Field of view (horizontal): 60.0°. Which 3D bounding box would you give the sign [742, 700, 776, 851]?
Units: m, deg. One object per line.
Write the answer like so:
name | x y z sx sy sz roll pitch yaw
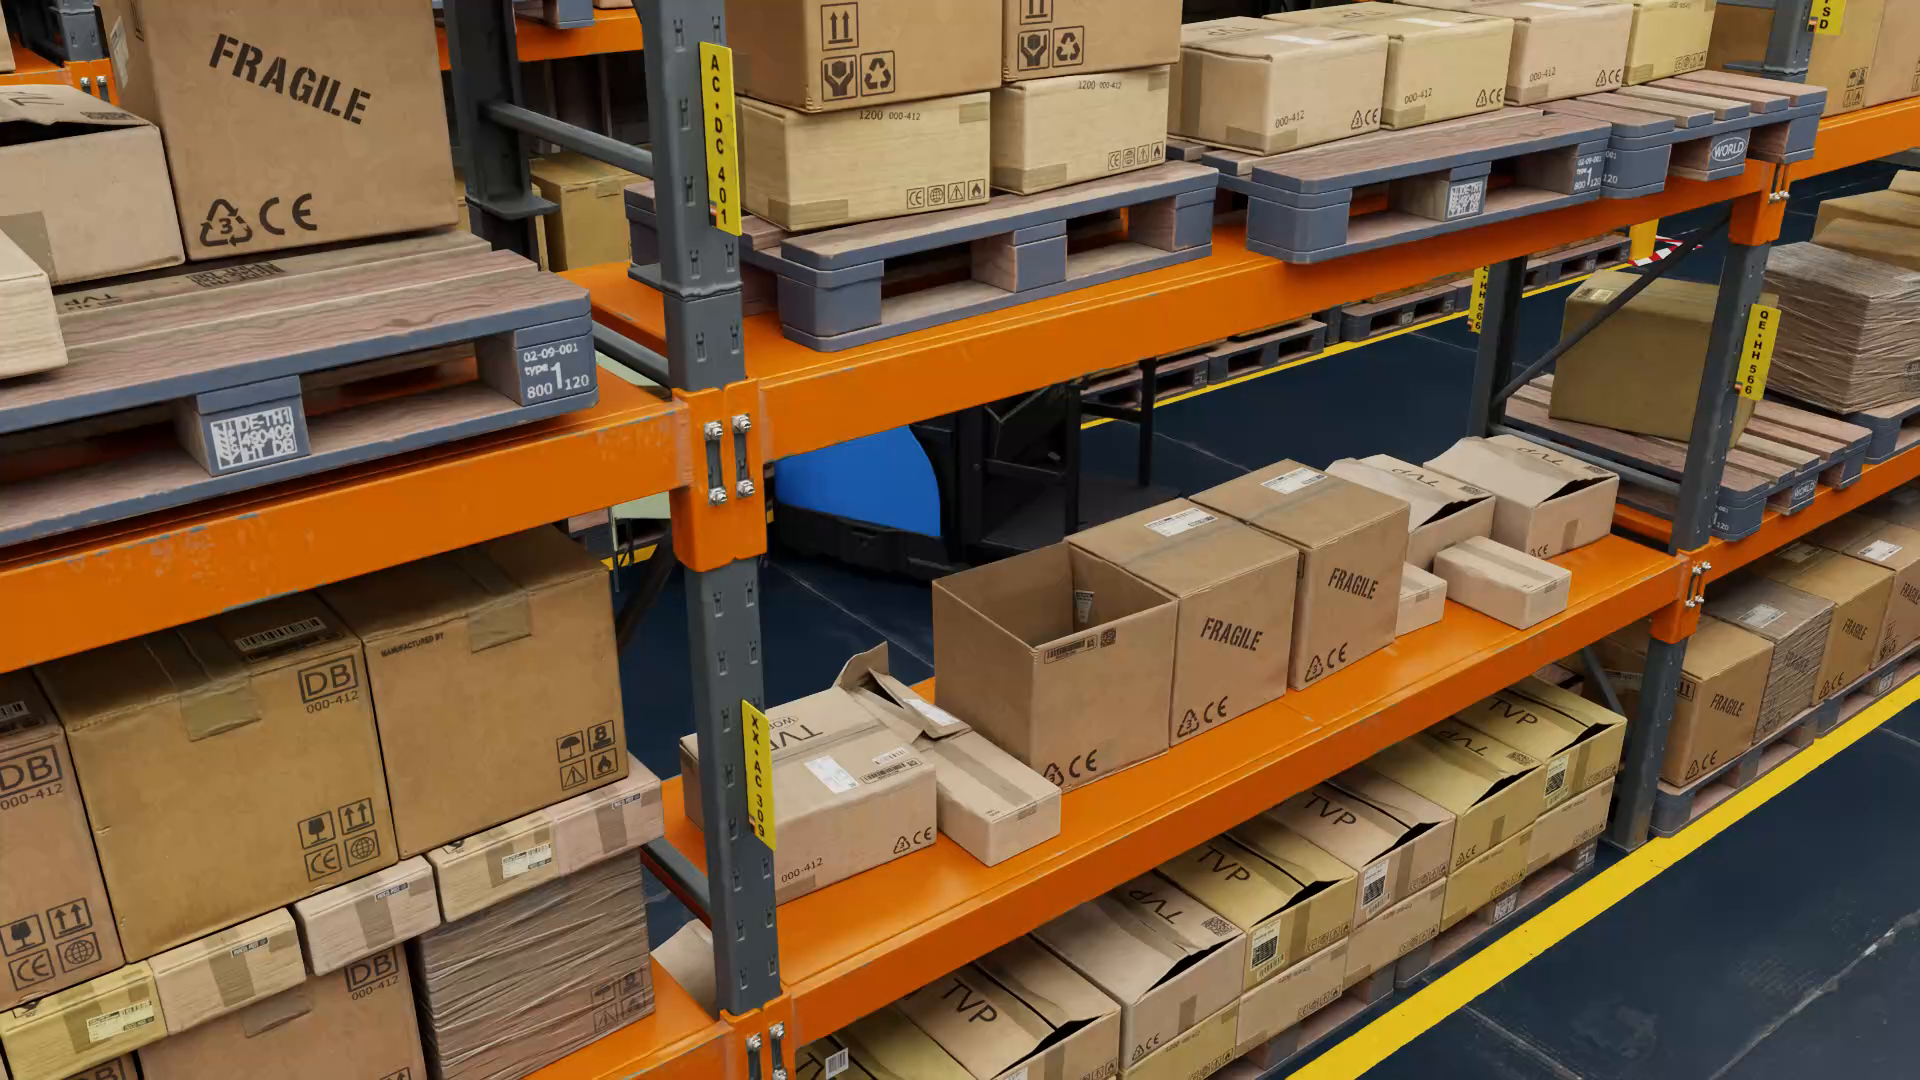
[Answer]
sign | -0.422 0.496 3.495 0.005 0.325 0.100 -18 31 -34

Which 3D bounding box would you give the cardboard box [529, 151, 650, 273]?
cardboard box | -2.008 -1.726 8.765 0.500 0.500 0.700 -18 31 -34

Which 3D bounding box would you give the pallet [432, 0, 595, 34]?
pallet | -2.460 -2.570 7.883 1.003 0.211 1.213 -18 31 -34

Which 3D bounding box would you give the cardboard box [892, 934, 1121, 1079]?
cardboard box | 0.110 1.391 4.792 0.500 0.311 0.500 -19 31 -35

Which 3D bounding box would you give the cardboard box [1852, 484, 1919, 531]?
cardboard box | 4.529 0.076 7.969 0.500 0.500 0.500 -18 30 -33

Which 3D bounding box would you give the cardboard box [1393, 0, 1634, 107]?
cardboard box | 1.658 -1.502 5.040 0.500 0.250 0.500 -17 30 -33

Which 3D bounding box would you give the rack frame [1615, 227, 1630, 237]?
rack frame | 5.617 -4.016 14.340 0.127 3.000 1.000 -18 31 -34

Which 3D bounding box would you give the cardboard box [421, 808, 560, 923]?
cardboard box | -1.043 0.607 3.490 0.250 0.149 0.380 -19 31 -35

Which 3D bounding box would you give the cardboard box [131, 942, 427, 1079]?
cardboard box | -1.522 0.953 3.516 0.500 0.500 0.700 -19 31 -35

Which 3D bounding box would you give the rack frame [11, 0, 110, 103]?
rack frame | -3.826 -0.899 7.623 0.127 3.000 1.000 -18 31 -34

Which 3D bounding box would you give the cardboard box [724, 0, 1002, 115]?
cardboard box | -0.256 -1.229 3.560 0.500 0.500 0.500 -18 30 -33

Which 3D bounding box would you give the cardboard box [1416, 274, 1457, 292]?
cardboard box | 3.519 -2.323 13.163 0.500 0.500 0.700 -19 31 -35

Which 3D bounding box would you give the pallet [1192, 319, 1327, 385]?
pallet | 1.909 -1.487 12.202 1.213 0.211 1.003 -18 31 -34

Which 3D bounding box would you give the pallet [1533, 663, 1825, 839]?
pallet | 2.993 0.786 7.306 1.213 0.211 1.003 -18 31 -34

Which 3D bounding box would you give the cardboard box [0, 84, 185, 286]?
cardboard box | -1.750 -0.649 2.963 0.500 0.311 0.500 -20 32 -37

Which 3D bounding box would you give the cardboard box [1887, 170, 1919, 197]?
cardboard box | 5.019 -1.524 8.352 0.700 0.500 0.500 15 29 29

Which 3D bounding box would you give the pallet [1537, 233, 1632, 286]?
pallet | 5.036 -2.517 14.423 1.213 0.211 1.003 -18 31 -34

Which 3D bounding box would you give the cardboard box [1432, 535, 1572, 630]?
cardboard box | 1.845 0.141 5.680 0.250 0.149 0.380 -18 31 -34

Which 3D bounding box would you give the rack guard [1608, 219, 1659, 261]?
rack guard | 5.636 -2.888 14.879 0.348 0.500 1.175 -18 31 -34

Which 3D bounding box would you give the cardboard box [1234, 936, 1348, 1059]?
cardboard box | 0.914 1.376 5.490 0.500 0.250 0.500 -18 30 -33

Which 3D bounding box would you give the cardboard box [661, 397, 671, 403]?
cardboard box | -1.689 -0.704 9.650 0.500 0.500 0.700 -18 31 -34

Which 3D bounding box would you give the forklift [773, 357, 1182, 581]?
forklift | 0.535 -1.165 8.278 3.031 2.935 1.130 12 28 24

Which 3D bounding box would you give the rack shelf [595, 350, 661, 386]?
rack shelf | -1.414 -0.842 8.356 0.720 0.370 0.431 0 25 1

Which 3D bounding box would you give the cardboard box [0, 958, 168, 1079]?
cardboard box | -1.650 0.807 3.058 0.250 0.149 0.380 -18 31 -34

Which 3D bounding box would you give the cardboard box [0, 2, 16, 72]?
cardboard box | -4.072 -2.100 6.506 0.500 0.500 0.500 -17 30 -33

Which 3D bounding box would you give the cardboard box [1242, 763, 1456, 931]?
cardboard box | 1.318 0.990 5.656 0.500 0.311 0.500 -18 31 -34

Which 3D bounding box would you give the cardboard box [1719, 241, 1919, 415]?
cardboard box | 3.645 -0.909 7.027 0.500 0.500 0.700 -12 28 -24

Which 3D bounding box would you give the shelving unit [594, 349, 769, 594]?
shelving unit | -1.414 -0.488 8.520 0.755 1.500 0.431 0 25 1

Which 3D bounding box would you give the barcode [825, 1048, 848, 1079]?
barcode | -0.308 1.312 4.166 0.075 0.075 0.001 -18 31 -34

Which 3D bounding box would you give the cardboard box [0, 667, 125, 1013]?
cardboard box | -1.903 0.486 2.979 0.500 0.500 0.700 -18 31 -34

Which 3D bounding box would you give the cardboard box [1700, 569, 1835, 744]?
cardboard box | 3.325 0.475 7.110 0.500 0.500 0.500 -20 31 -36

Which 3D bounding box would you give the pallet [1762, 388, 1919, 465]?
pallet | 3.909 -0.717 7.460 1.213 0.211 1.003 -18 31 -34

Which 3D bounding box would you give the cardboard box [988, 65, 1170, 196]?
cardboard box | 0.155 -1.042 4.049 0.500 0.250 0.500 -22 33 -39

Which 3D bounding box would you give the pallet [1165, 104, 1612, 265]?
pallet | 1.025 -1.075 4.665 1.213 0.211 1.003 -17 30 -32

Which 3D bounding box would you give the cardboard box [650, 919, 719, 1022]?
cardboard box | -0.624 1.344 4.893 0.500 0.311 0.500 -18 31 -34

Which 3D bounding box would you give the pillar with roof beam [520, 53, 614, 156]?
pillar with roof beam | 0.422 -3.182 5.416 0.400 9.000 9.100 -18 31 -34

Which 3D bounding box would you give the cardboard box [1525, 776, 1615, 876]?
cardboard box | 2.118 0.977 6.350 0.500 0.250 0.500 -17 30 -33

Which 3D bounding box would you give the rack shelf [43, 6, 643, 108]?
rack shelf | -2.252 -2.452 8.263 4.000 0.370 1.077 -18 31 -34

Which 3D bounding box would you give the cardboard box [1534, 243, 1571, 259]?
cardboard box | 4.735 -2.728 14.034 0.500 0.500 0.700 -18 31 -34

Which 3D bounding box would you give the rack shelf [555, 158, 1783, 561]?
rack shelf | 0.808 -0.812 4.729 4.000 0.370 1.077 -18 31 -34

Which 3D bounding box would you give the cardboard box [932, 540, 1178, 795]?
cardboard box | 0.263 0.365 4.781 0.500 0.500 0.500 -16 29 -30

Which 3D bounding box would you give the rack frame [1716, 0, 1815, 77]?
rack frame | 2.382 -3.019 5.065 0.127 3.000 1.000 -18 31 -34

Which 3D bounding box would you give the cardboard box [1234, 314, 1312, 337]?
cardboard box | 2.038 -1.980 12.008 0.750 0.750 0.750 -18 30 -33

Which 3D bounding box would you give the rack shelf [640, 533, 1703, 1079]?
rack shelf | 0.808 0.548 5.360 4.000 0.370 1.077 -18 31 -34

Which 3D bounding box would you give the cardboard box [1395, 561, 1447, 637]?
cardboard box | 1.413 0.166 5.627 0.250 0.149 0.380 -16 29 -30
